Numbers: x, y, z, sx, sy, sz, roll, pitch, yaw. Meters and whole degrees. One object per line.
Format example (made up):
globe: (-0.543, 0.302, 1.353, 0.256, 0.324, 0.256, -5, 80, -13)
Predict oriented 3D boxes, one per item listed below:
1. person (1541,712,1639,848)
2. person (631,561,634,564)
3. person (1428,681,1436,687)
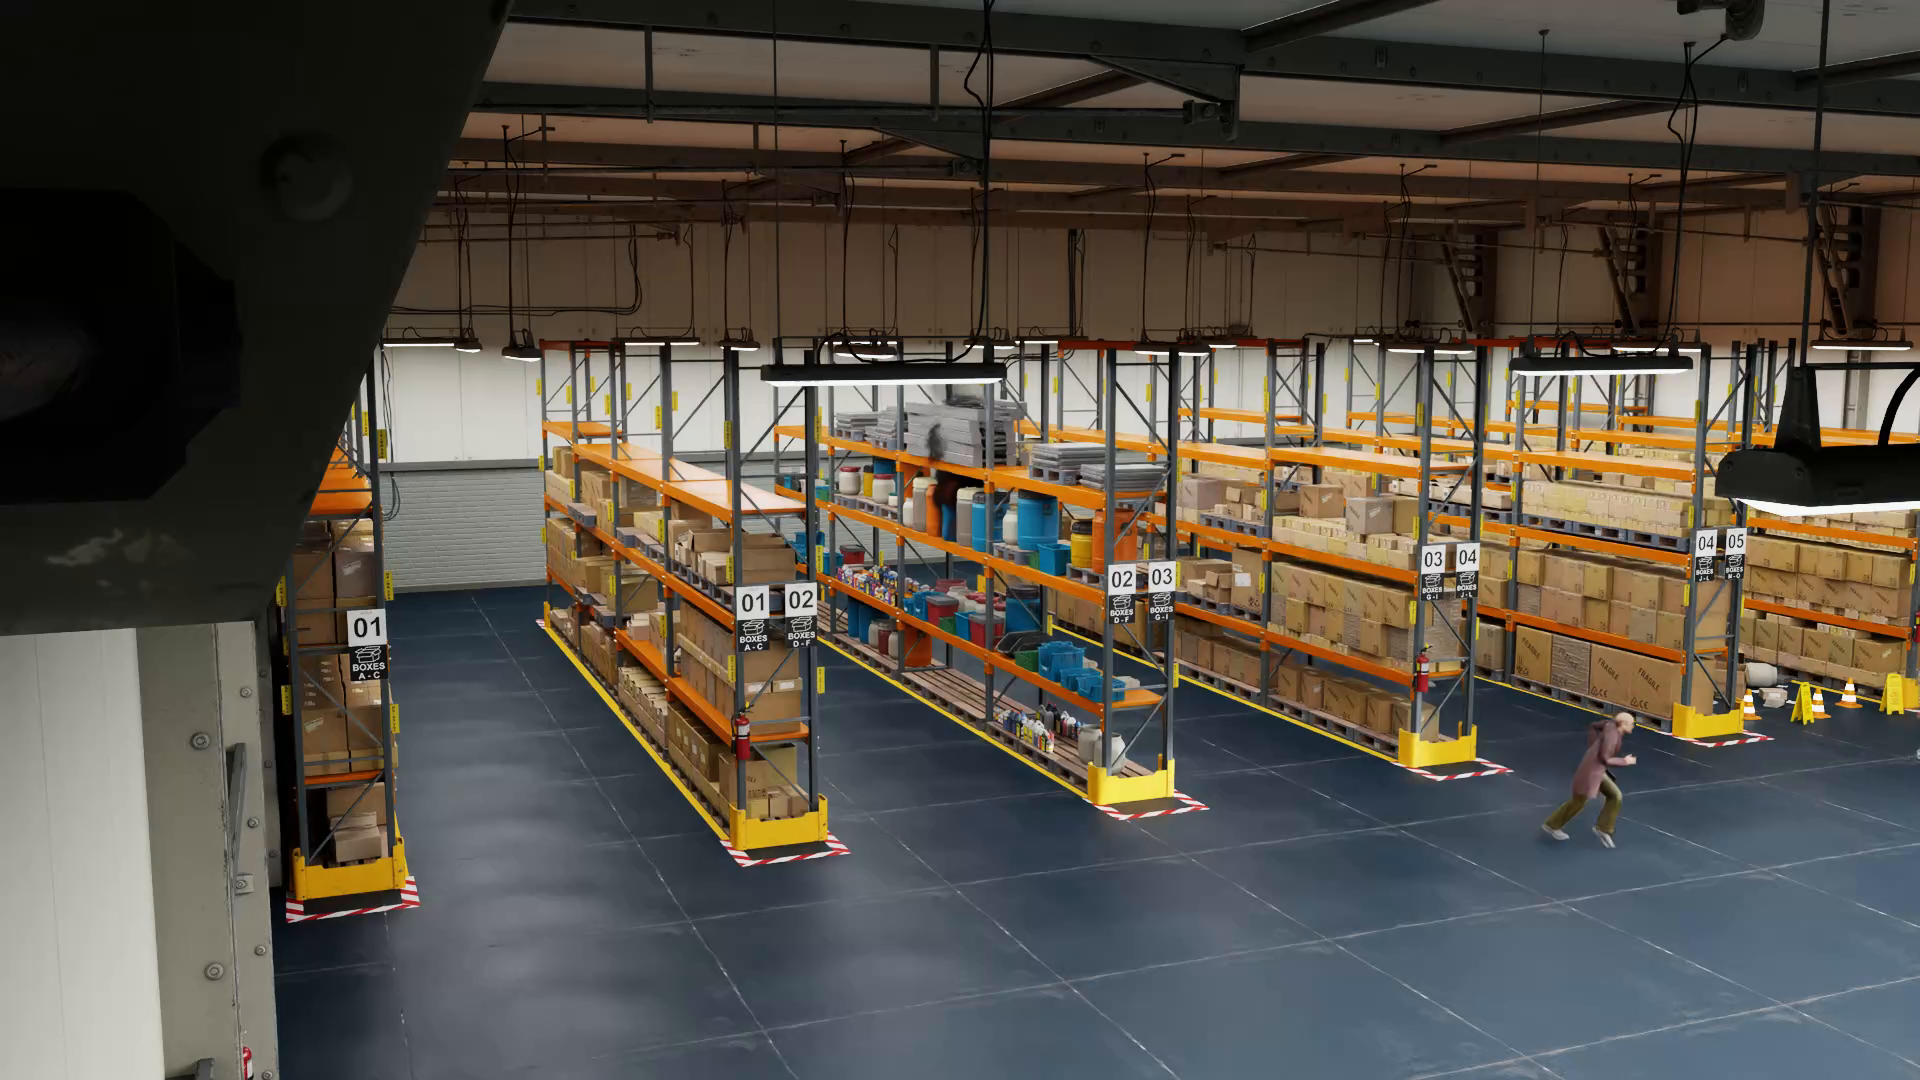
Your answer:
person: (7.668, 2.911, 20.234, 1.072, 1.729, 0.752, 3, 8, 23)
person: (-7.263, 0.839, 36.046, 0.703, 1.704, 0.604, 2, 8, 12)
person: (8.286, 1.744, 29.082, 0.613, 1.658, 0.509, -2, 8, -17)
